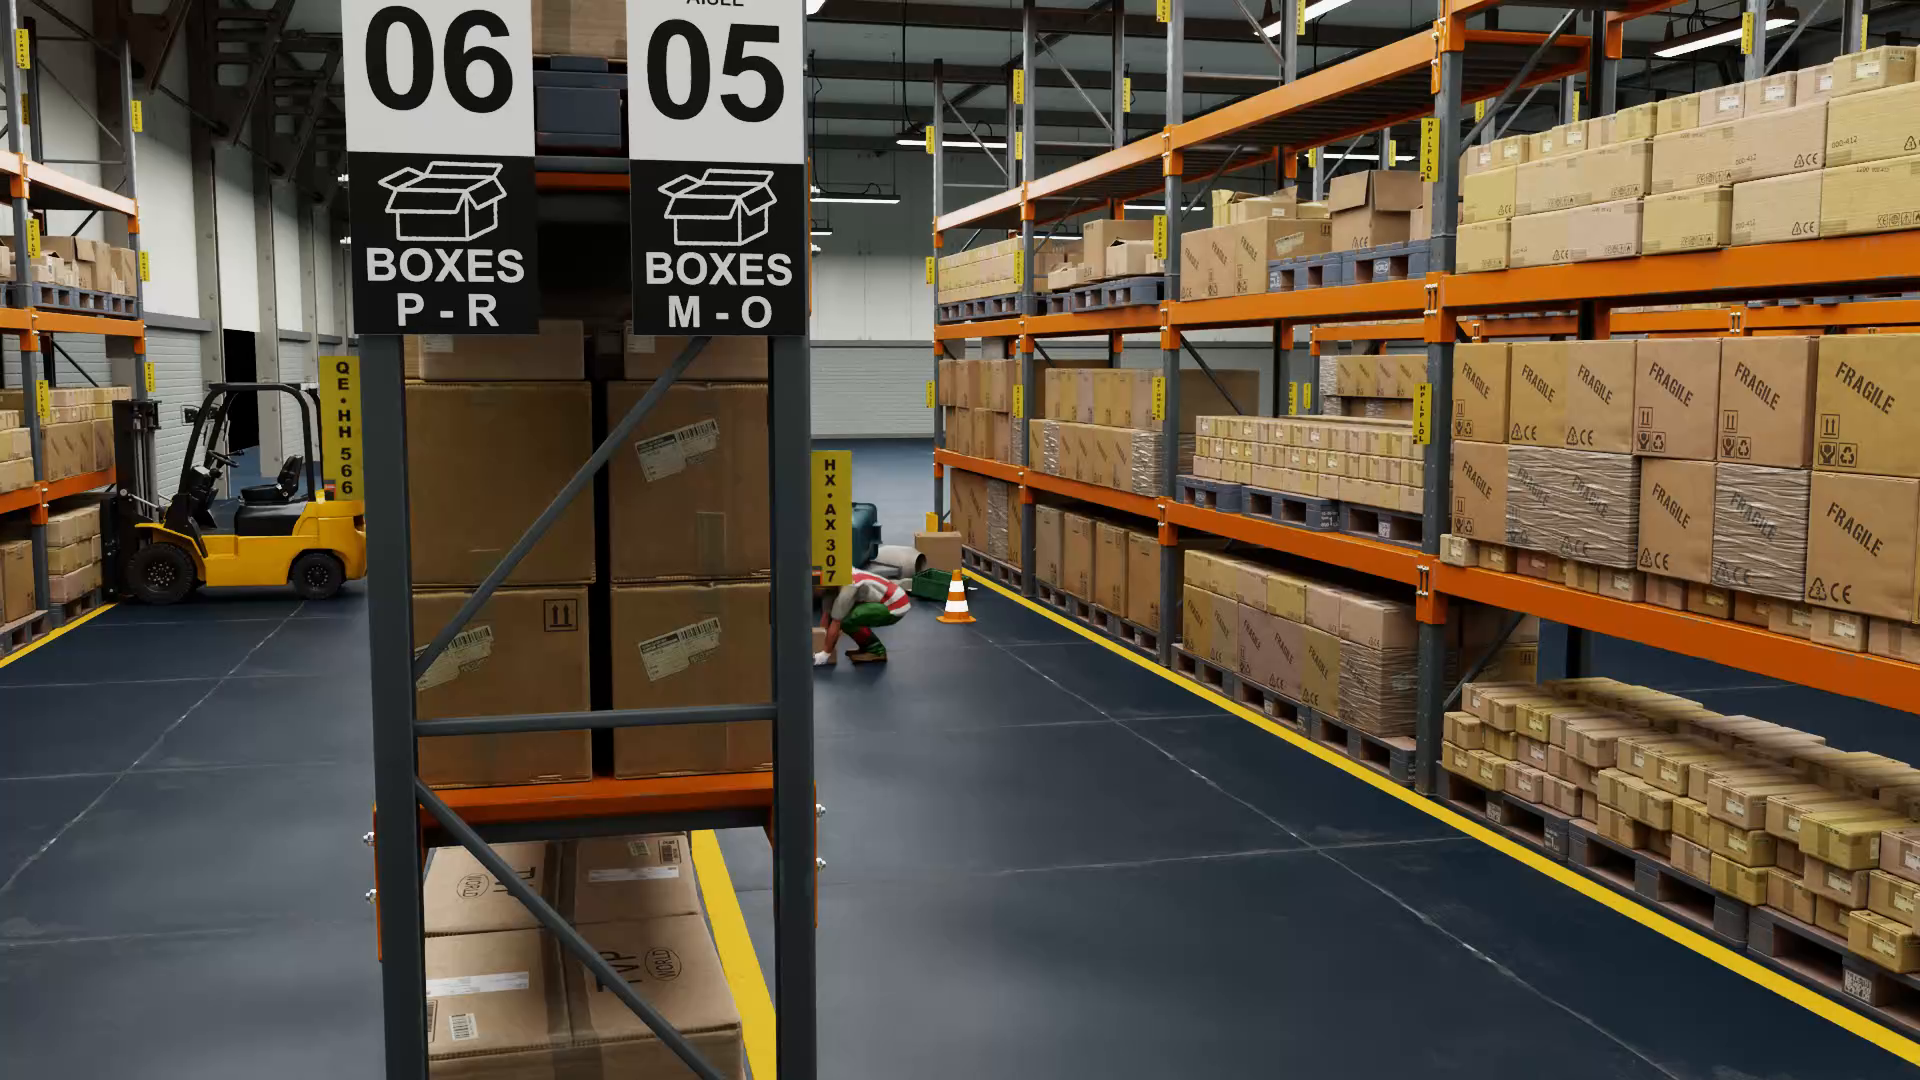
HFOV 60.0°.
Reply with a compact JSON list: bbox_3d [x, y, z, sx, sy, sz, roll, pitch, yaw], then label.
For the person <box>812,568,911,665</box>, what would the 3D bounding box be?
[{"bbox_3d":[-0.852,0.606,13.203,0.916,0.876,0.534,-2,6,-14],"label":"person"}]
